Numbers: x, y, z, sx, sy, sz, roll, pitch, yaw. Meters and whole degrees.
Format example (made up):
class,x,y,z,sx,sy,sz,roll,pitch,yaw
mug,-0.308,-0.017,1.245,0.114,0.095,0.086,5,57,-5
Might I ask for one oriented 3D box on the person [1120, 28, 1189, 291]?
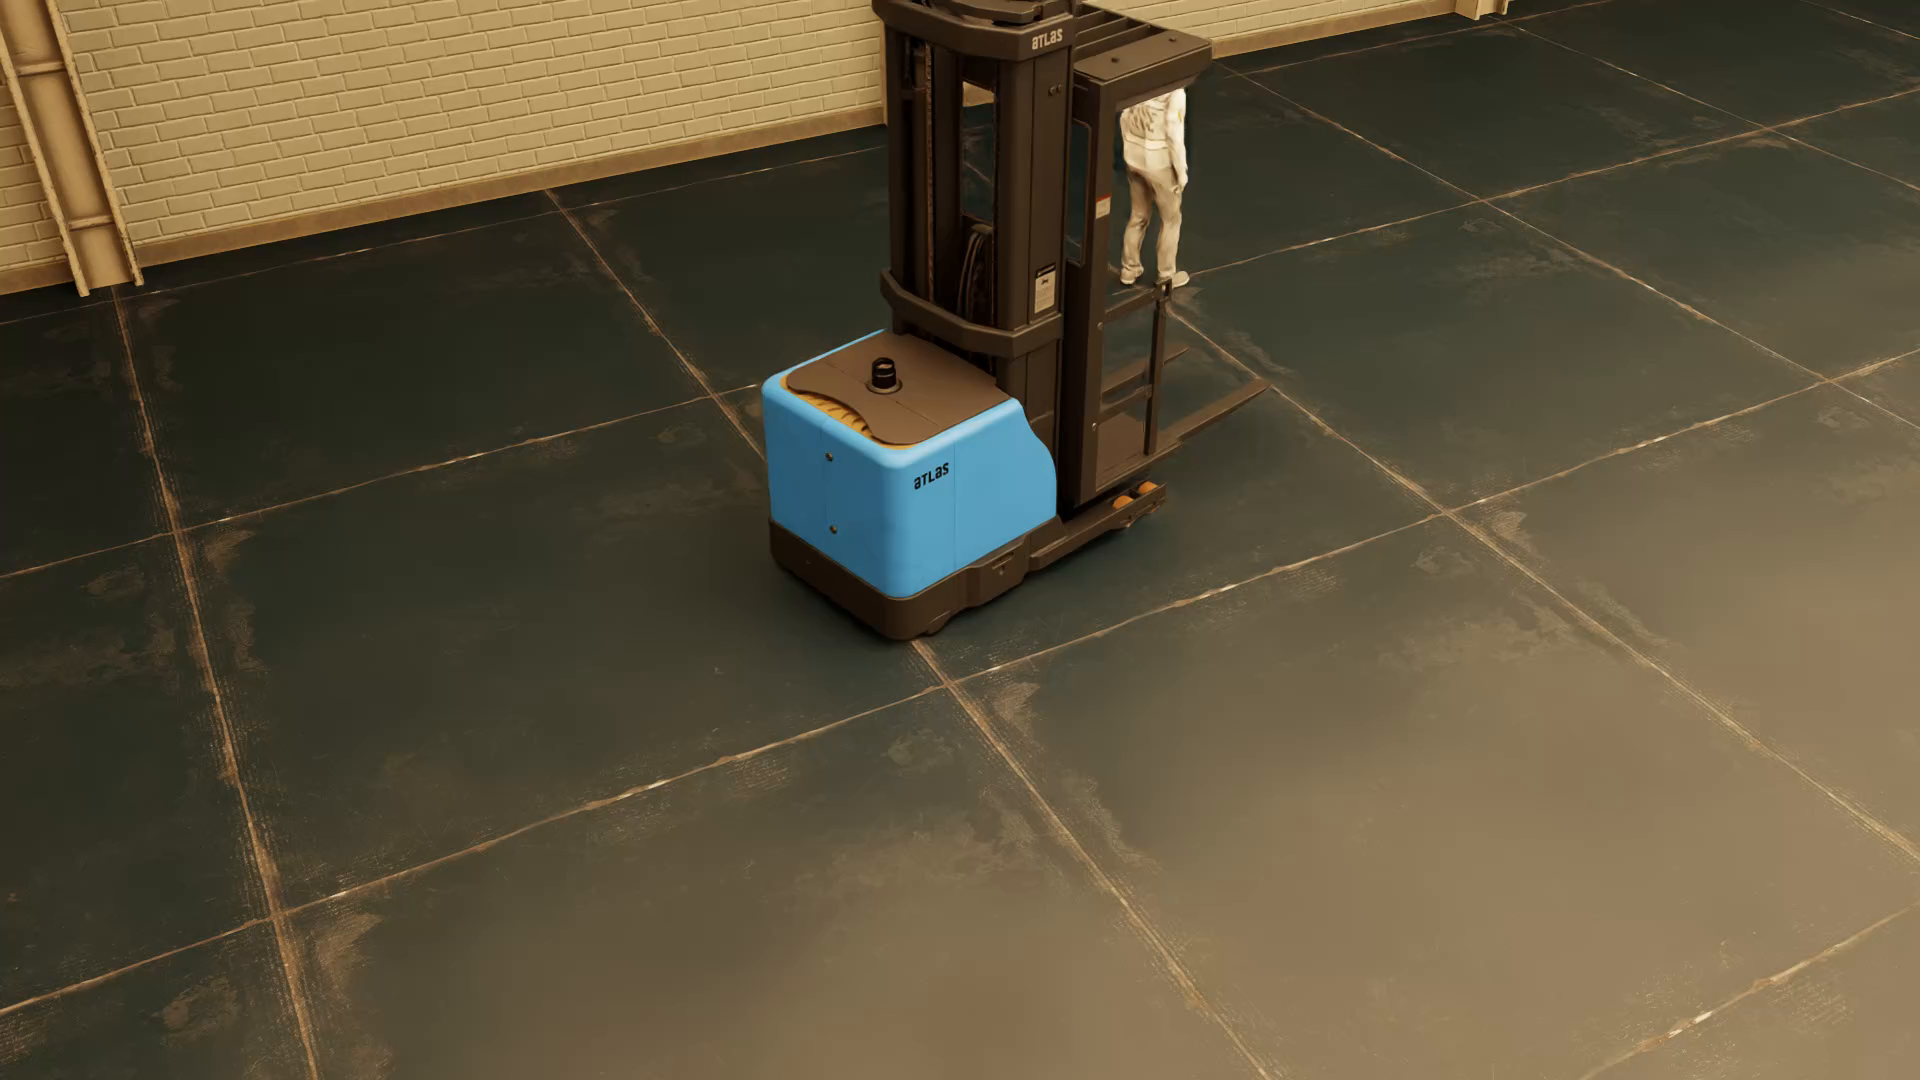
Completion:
class,x,y,z,sx,sy,sz,roll,pitch,yaw
person,1.265,-2.417,10.643,0.444,1.661,0.543,-23,41,-29

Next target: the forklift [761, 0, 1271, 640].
class,x,y,z,sx,sy,sz,roll,pitch,yaw
forklift,0.457,-1.458,8.186,3.031,2.935,1.130,-29,44,-34
